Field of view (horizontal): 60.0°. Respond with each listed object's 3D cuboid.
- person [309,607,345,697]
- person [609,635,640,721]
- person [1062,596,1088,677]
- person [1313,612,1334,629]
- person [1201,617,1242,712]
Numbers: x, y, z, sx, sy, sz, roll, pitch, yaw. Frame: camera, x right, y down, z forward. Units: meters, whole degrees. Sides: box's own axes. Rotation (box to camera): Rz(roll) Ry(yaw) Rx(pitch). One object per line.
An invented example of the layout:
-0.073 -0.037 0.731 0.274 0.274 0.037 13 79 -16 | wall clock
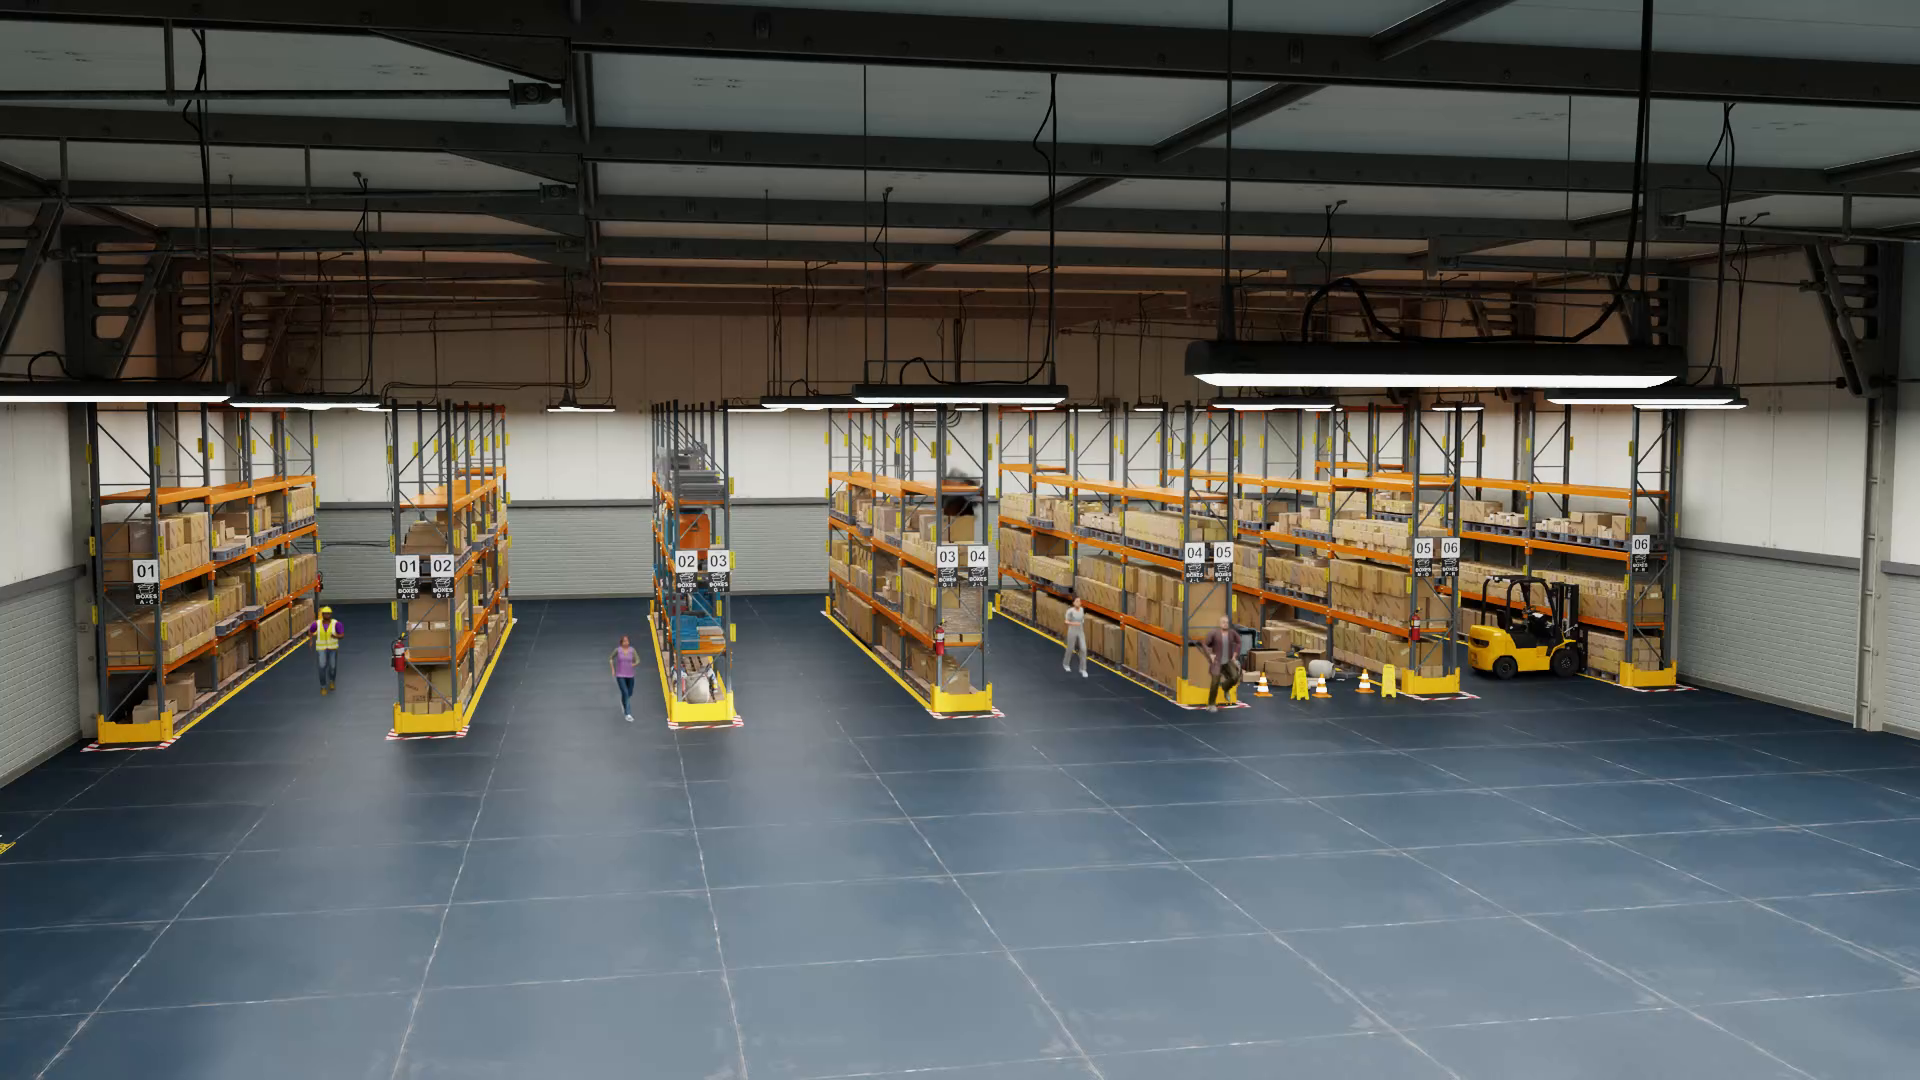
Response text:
-12.940 2.248 34.011 0.692 1.781 0.922 -2 5 -21 | person
-6.282 2.569 31.174 0.541 1.554 0.866 -2 5 -25 | person
2.434 2.025 35.258 0.518 1.679 0.858 -2 5 -19 | person
9.296 1.648 42.630 0.600 1.704 0.899 -1 5 -18 | person
4.994 2.352 31.431 0.811 1.794 0.561 -1 4 -17 | person
